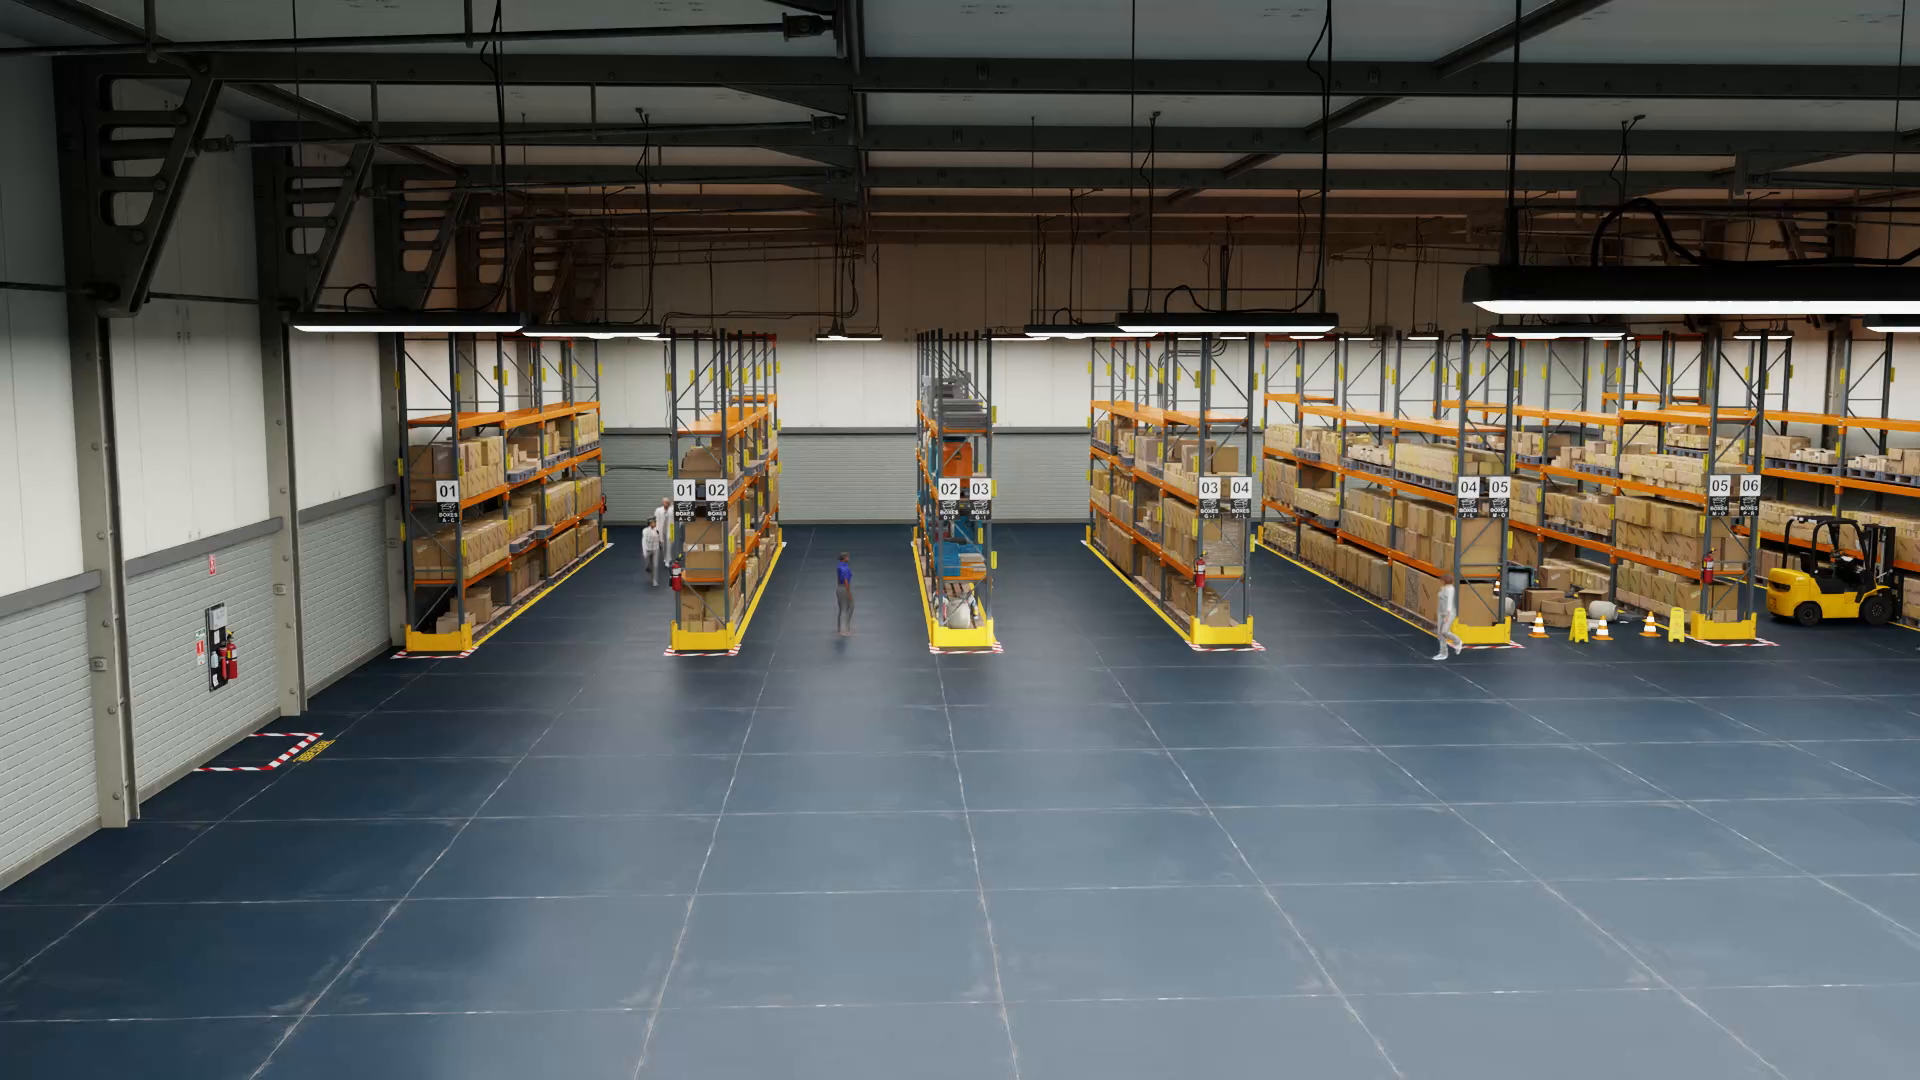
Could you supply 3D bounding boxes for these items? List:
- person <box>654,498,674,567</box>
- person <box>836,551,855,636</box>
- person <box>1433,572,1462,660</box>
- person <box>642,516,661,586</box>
[{"bbox_3d":[-7.642,-0.223,43.011,0.542,1.736,1.038,0,7,3],"label":"person"},{"bbox_3d":[-2.260,1.069,32.769,0.357,1.720,0.464,0,7,-1],"label":"person"},{"bbox_3d":[8.866,1.380,30.285,0.528,1.592,0.401,-3,8,-26],"label":"person"},{"bbox_3d":[-7.306,0.245,39.483,0.442,1.644,0.707,0,7,-4],"label":"person"}]
